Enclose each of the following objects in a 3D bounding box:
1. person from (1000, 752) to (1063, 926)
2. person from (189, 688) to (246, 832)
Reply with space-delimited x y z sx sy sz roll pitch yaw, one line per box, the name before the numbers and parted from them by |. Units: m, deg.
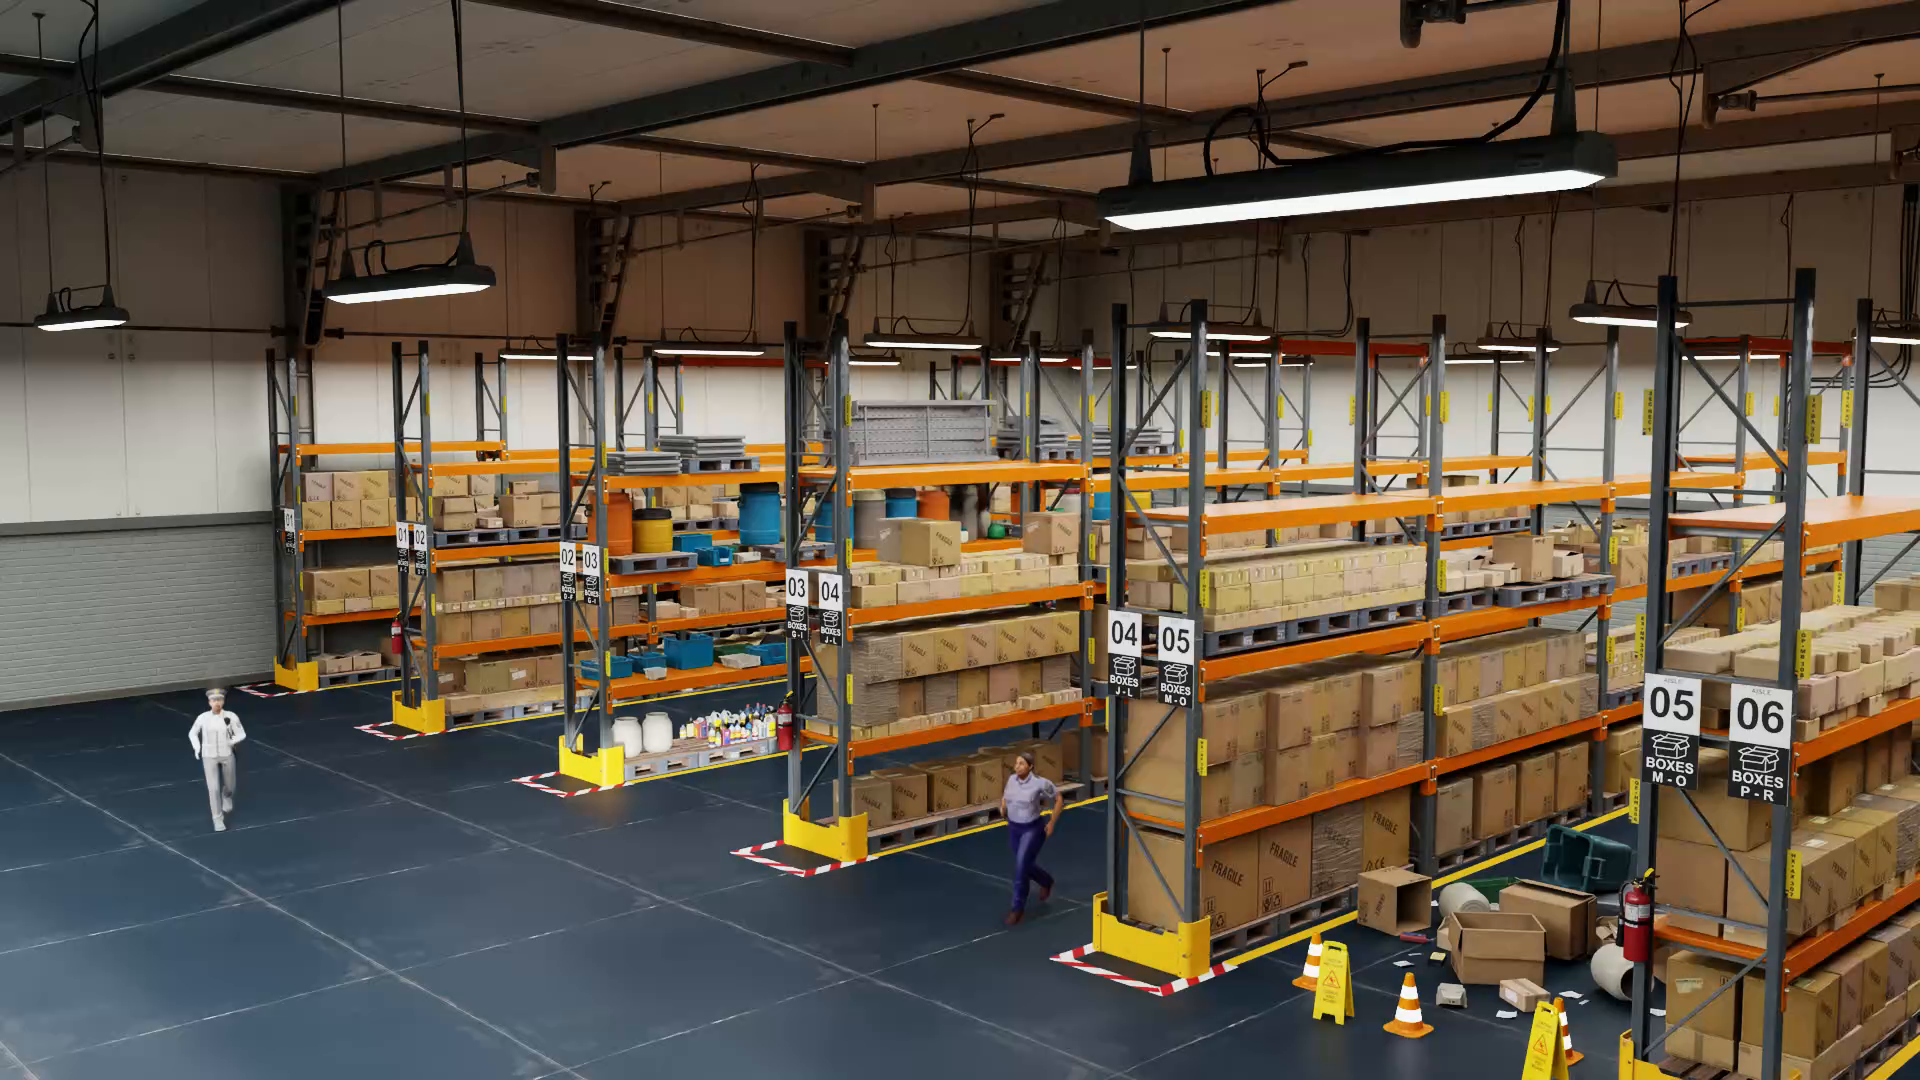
person | 0.679 2.924 16.573 0.637 1.662 0.890 5 7 42
person | -8.910 2.602 19.974 0.626 1.665 0.790 -2 5 -25
